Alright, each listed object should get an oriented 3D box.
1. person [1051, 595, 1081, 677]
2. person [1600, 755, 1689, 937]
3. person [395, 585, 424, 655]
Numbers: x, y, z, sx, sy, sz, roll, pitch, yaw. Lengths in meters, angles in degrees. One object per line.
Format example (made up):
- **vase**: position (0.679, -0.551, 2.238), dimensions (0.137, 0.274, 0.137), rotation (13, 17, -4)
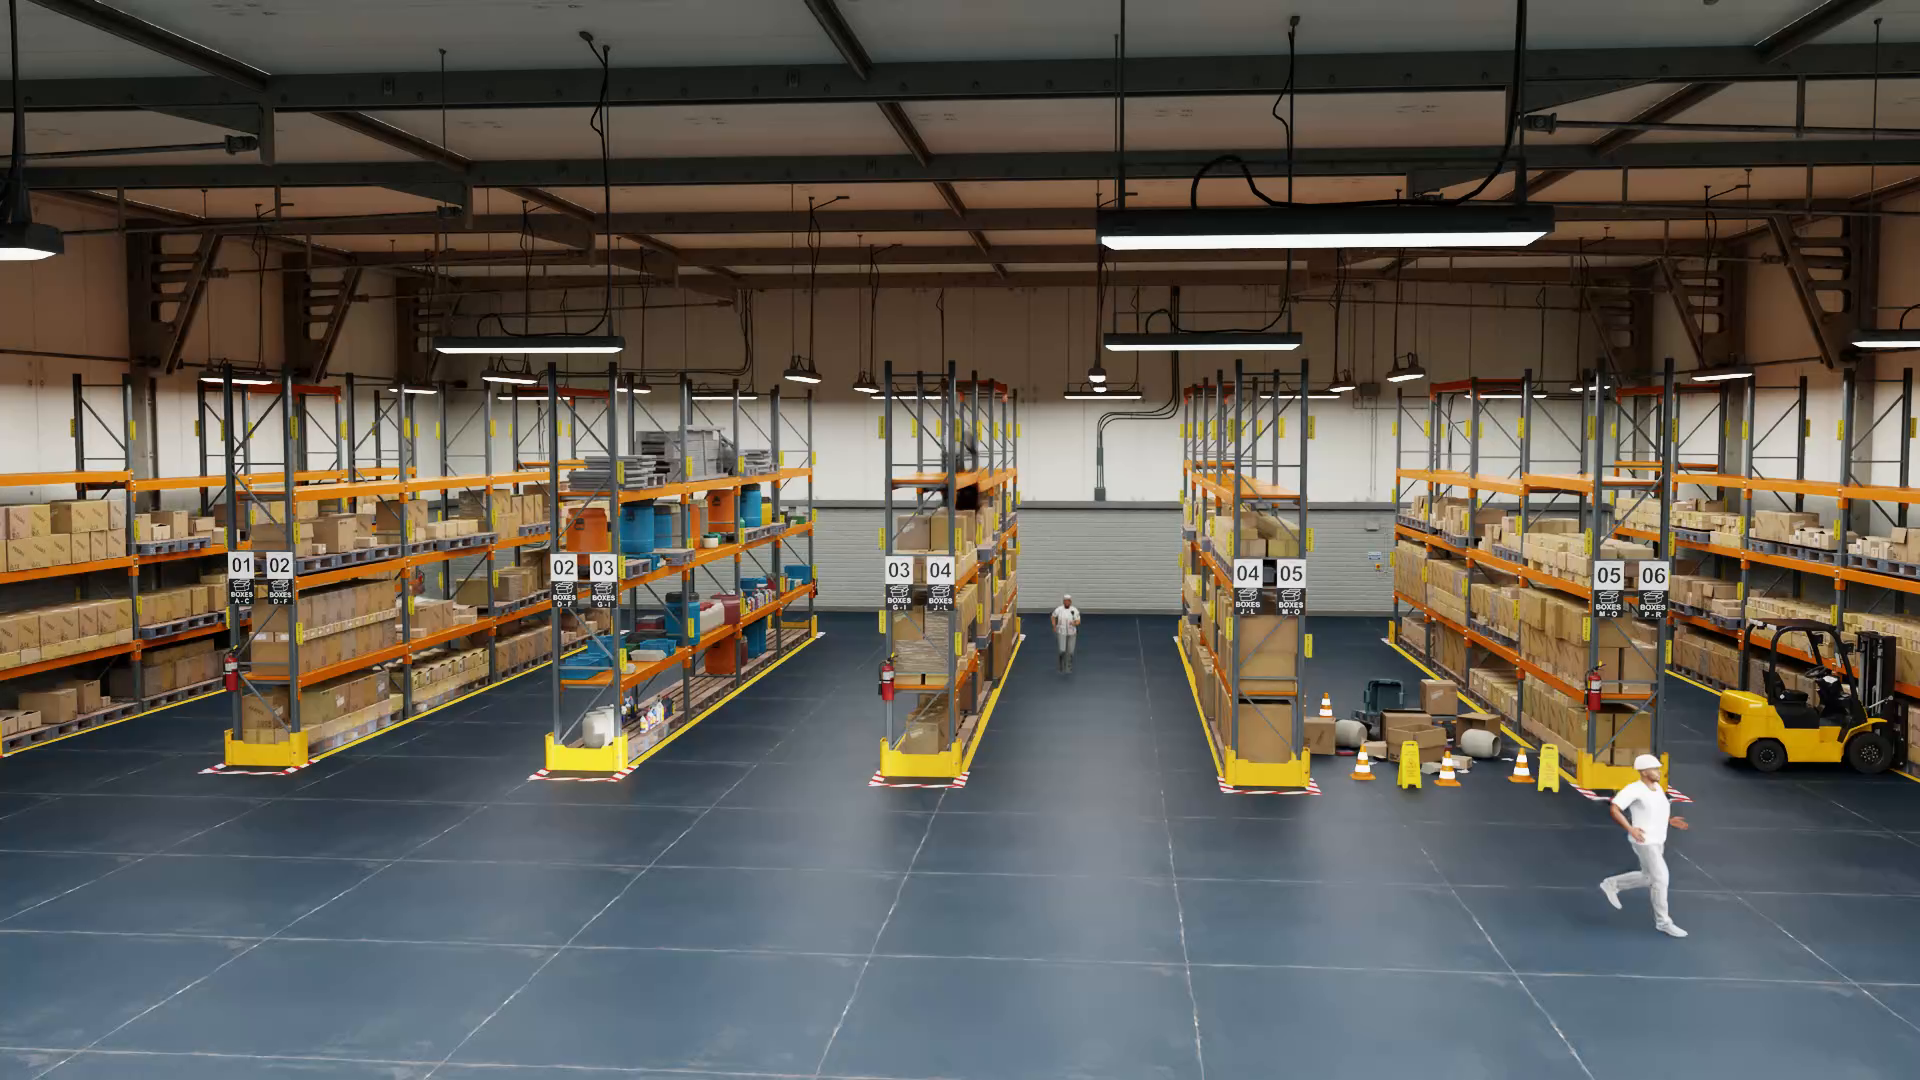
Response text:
- **person**: position (2.165, 1.951, 33.883), dimensions (0.568, 1.678, 0.672), rotation (0, 4, -4)
- **person**: position (6.877, 3.031, 16.720), dimensions (0.924, 1.768, 0.699), rotation (4, 5, 45)
- **person**: position (-11.385, 1.848, 34.416), dimensions (0.677, 1.846, 0.866), rotation (0, 4, 2)
